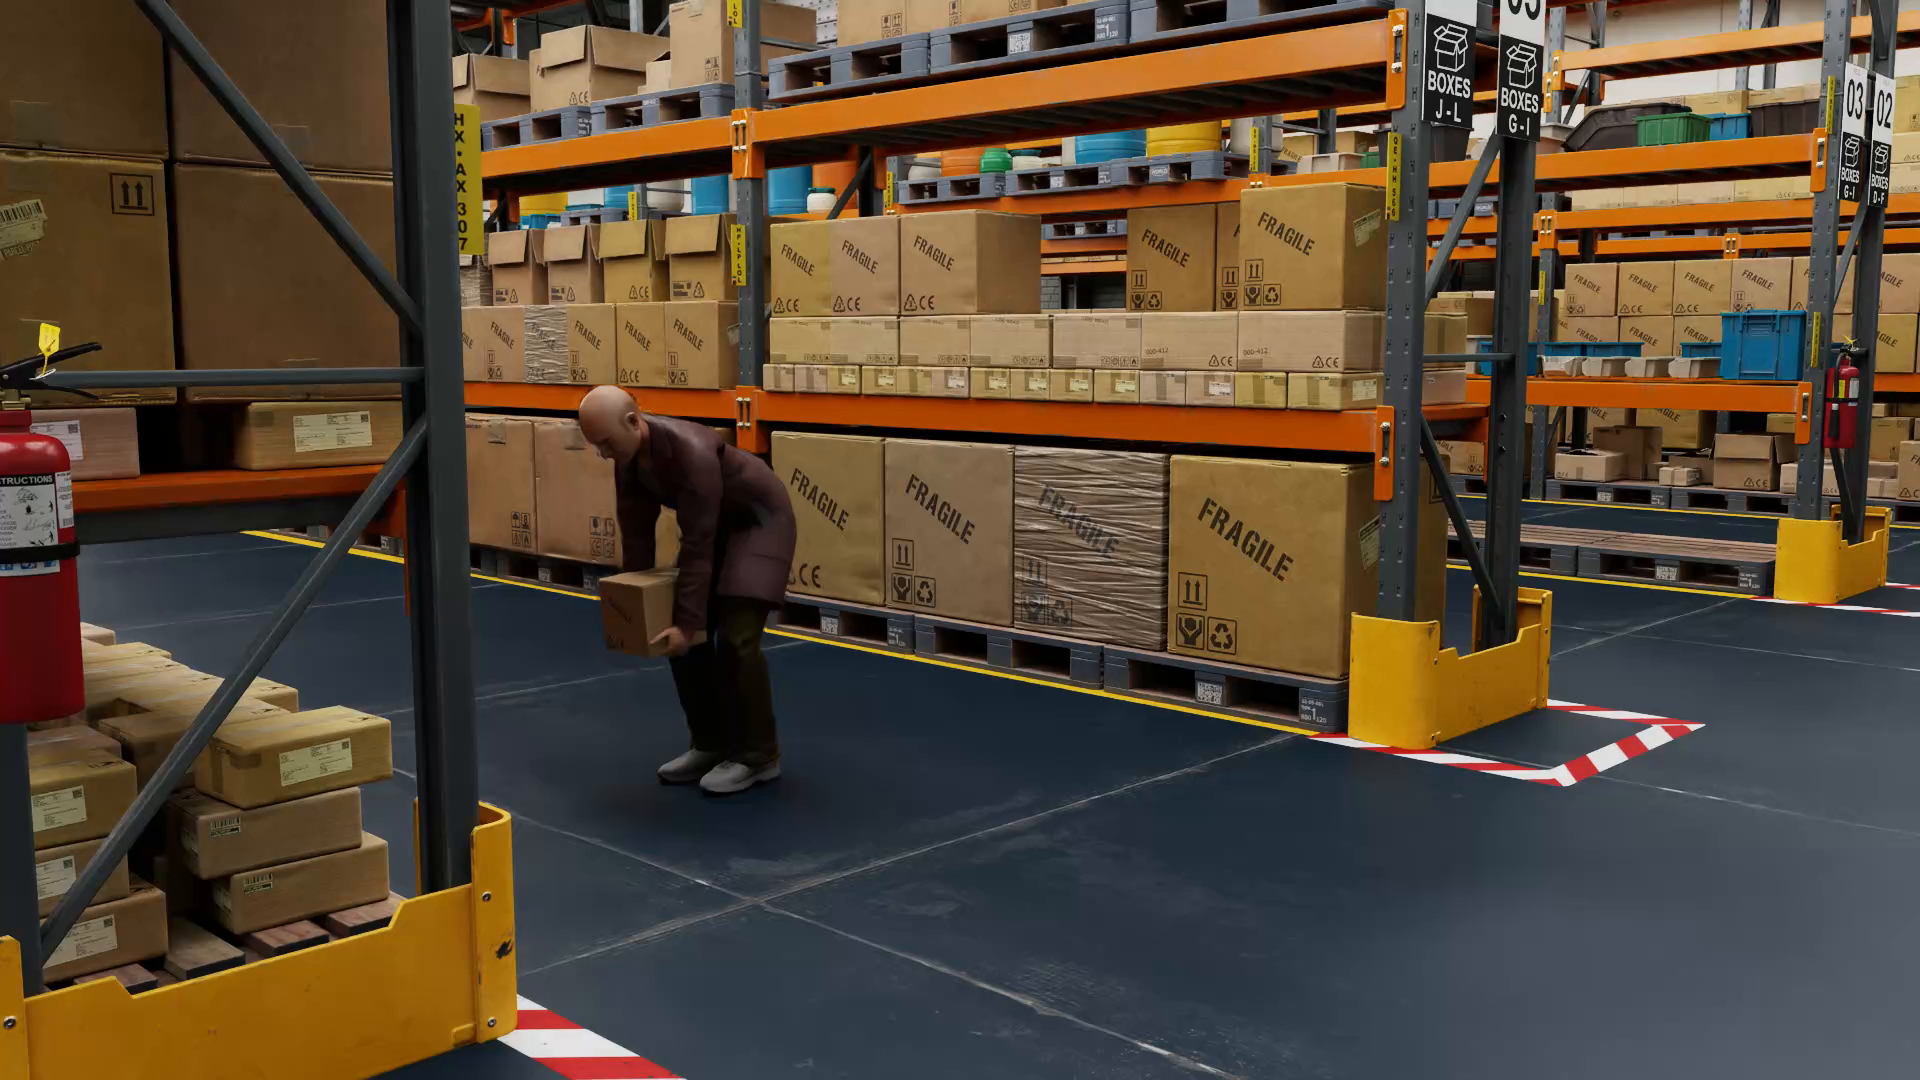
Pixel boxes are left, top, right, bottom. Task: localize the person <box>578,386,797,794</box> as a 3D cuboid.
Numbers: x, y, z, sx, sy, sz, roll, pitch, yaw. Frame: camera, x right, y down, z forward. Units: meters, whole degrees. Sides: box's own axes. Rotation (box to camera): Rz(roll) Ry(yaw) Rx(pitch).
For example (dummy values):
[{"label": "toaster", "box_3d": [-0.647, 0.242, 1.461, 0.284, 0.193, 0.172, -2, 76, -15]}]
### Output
[{"label": "person", "box_3d": [-0.959, 0.174, 5.823, 0.541, 1.435, 0.859, 6, 9, 42]}]
